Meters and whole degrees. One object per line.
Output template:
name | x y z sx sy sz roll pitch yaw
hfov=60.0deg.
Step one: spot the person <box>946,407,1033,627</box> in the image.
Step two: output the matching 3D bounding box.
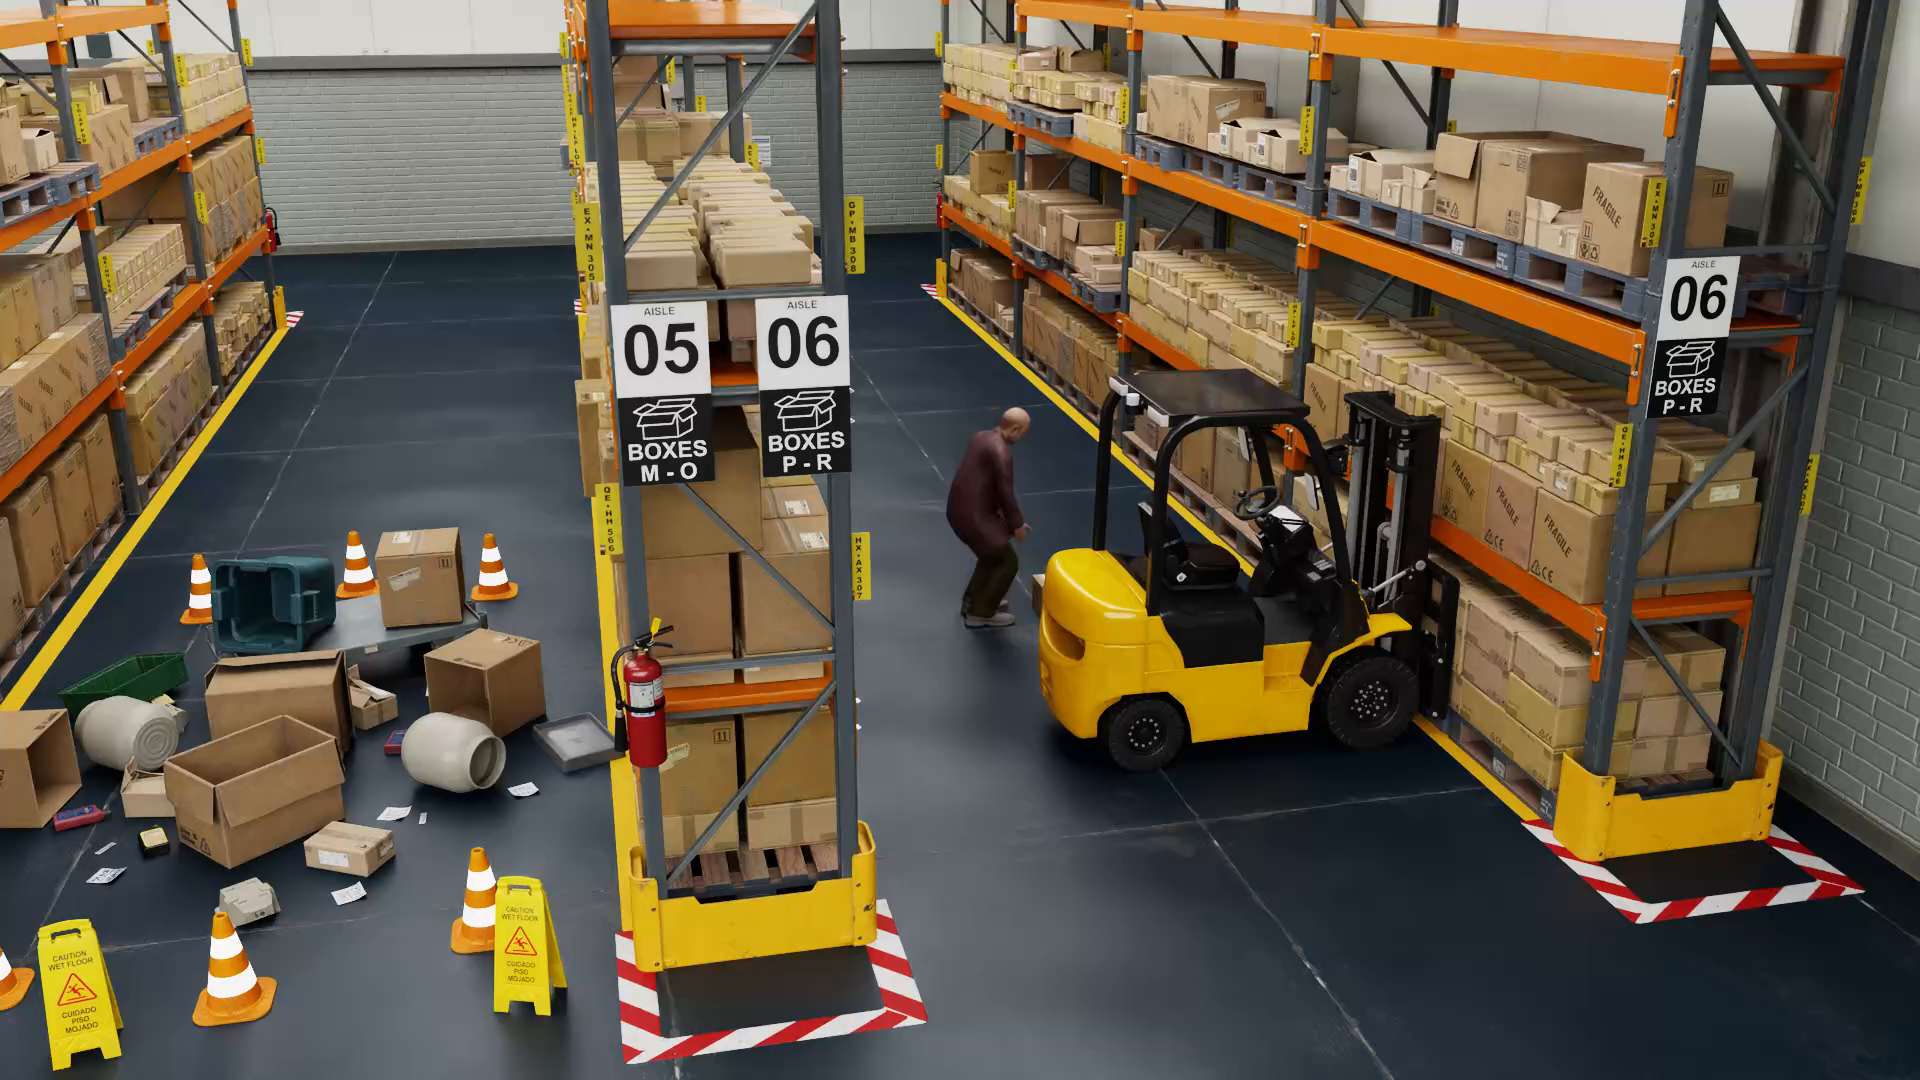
person | 0.200 -0.180 11.939 0.612 1.564 0.626 -4 20 -12
